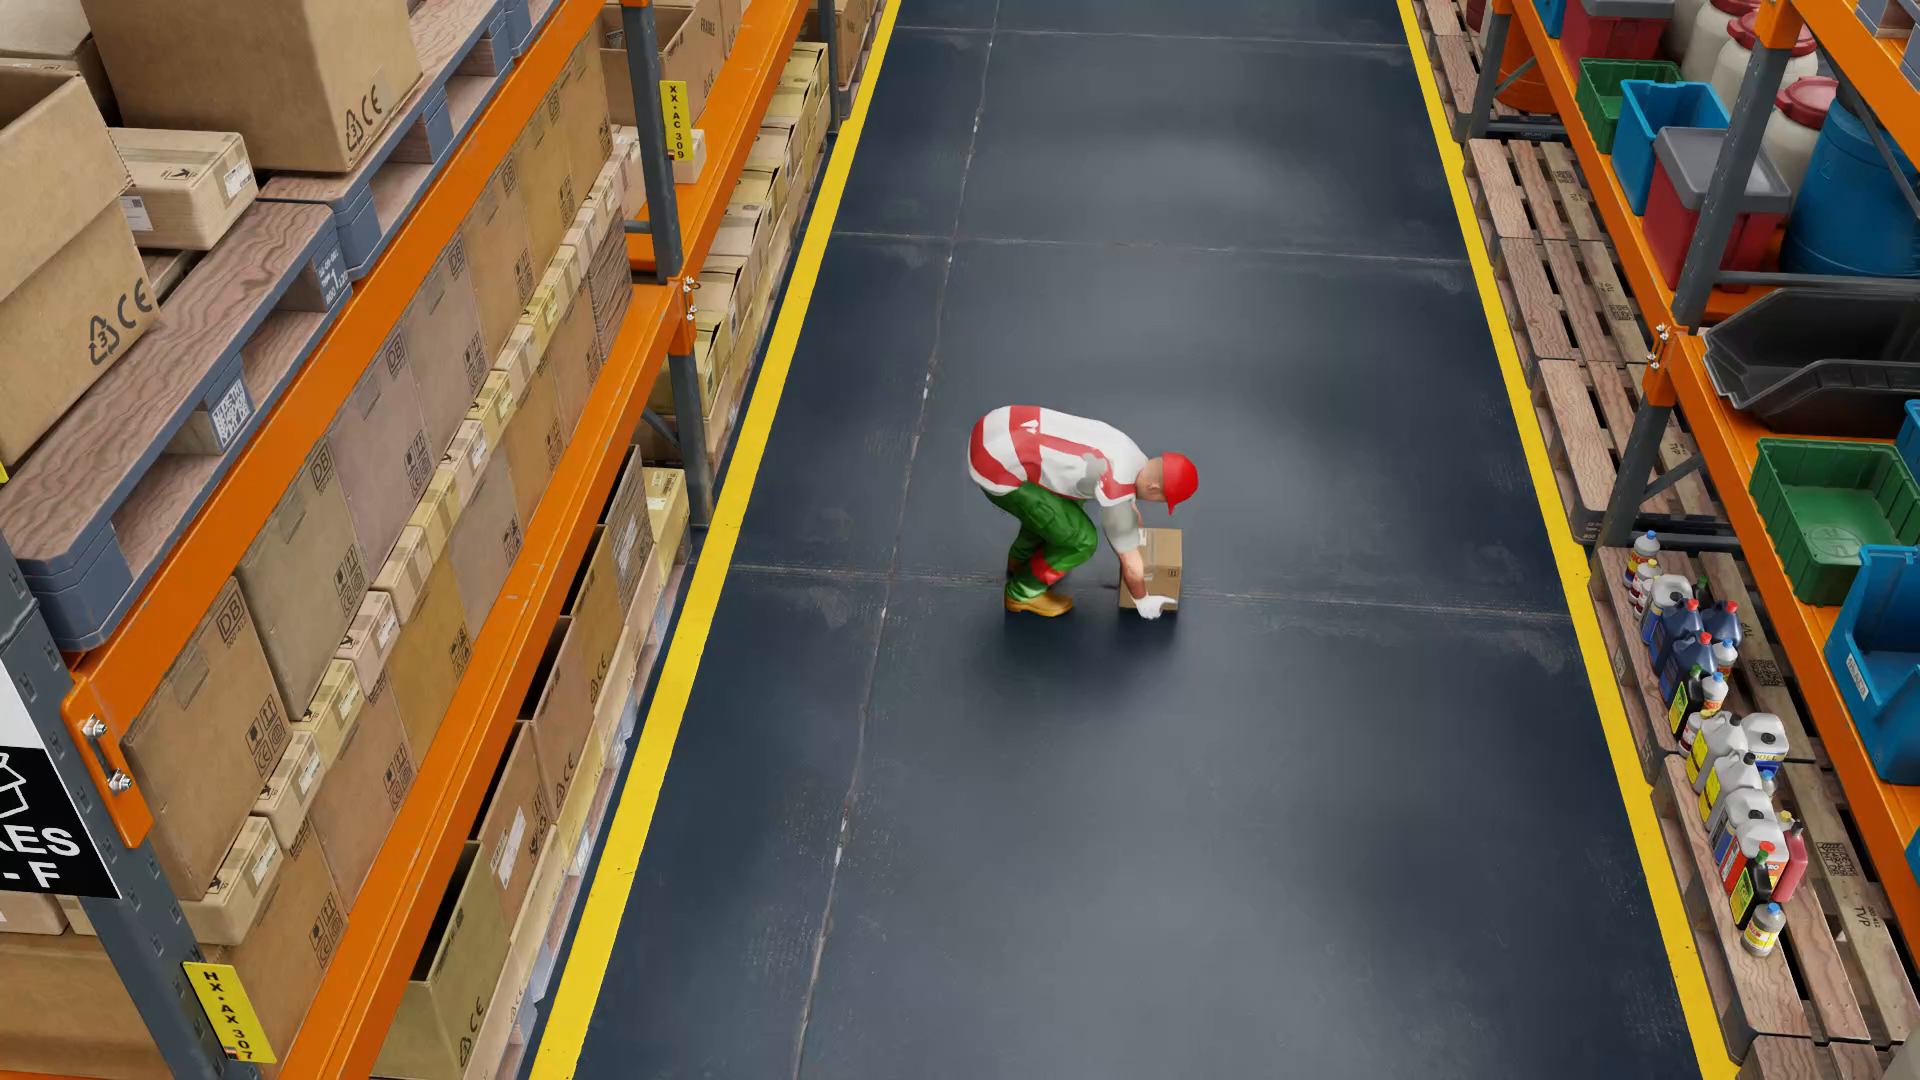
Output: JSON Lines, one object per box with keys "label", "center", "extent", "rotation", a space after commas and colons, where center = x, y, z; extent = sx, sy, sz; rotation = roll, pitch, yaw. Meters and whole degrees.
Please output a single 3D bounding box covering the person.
{"label": "person", "center": [0.507, -0.138, 6.994], "extent": [0.953, 0.923, 0.536], "rotation": [2, 40, 2]}
